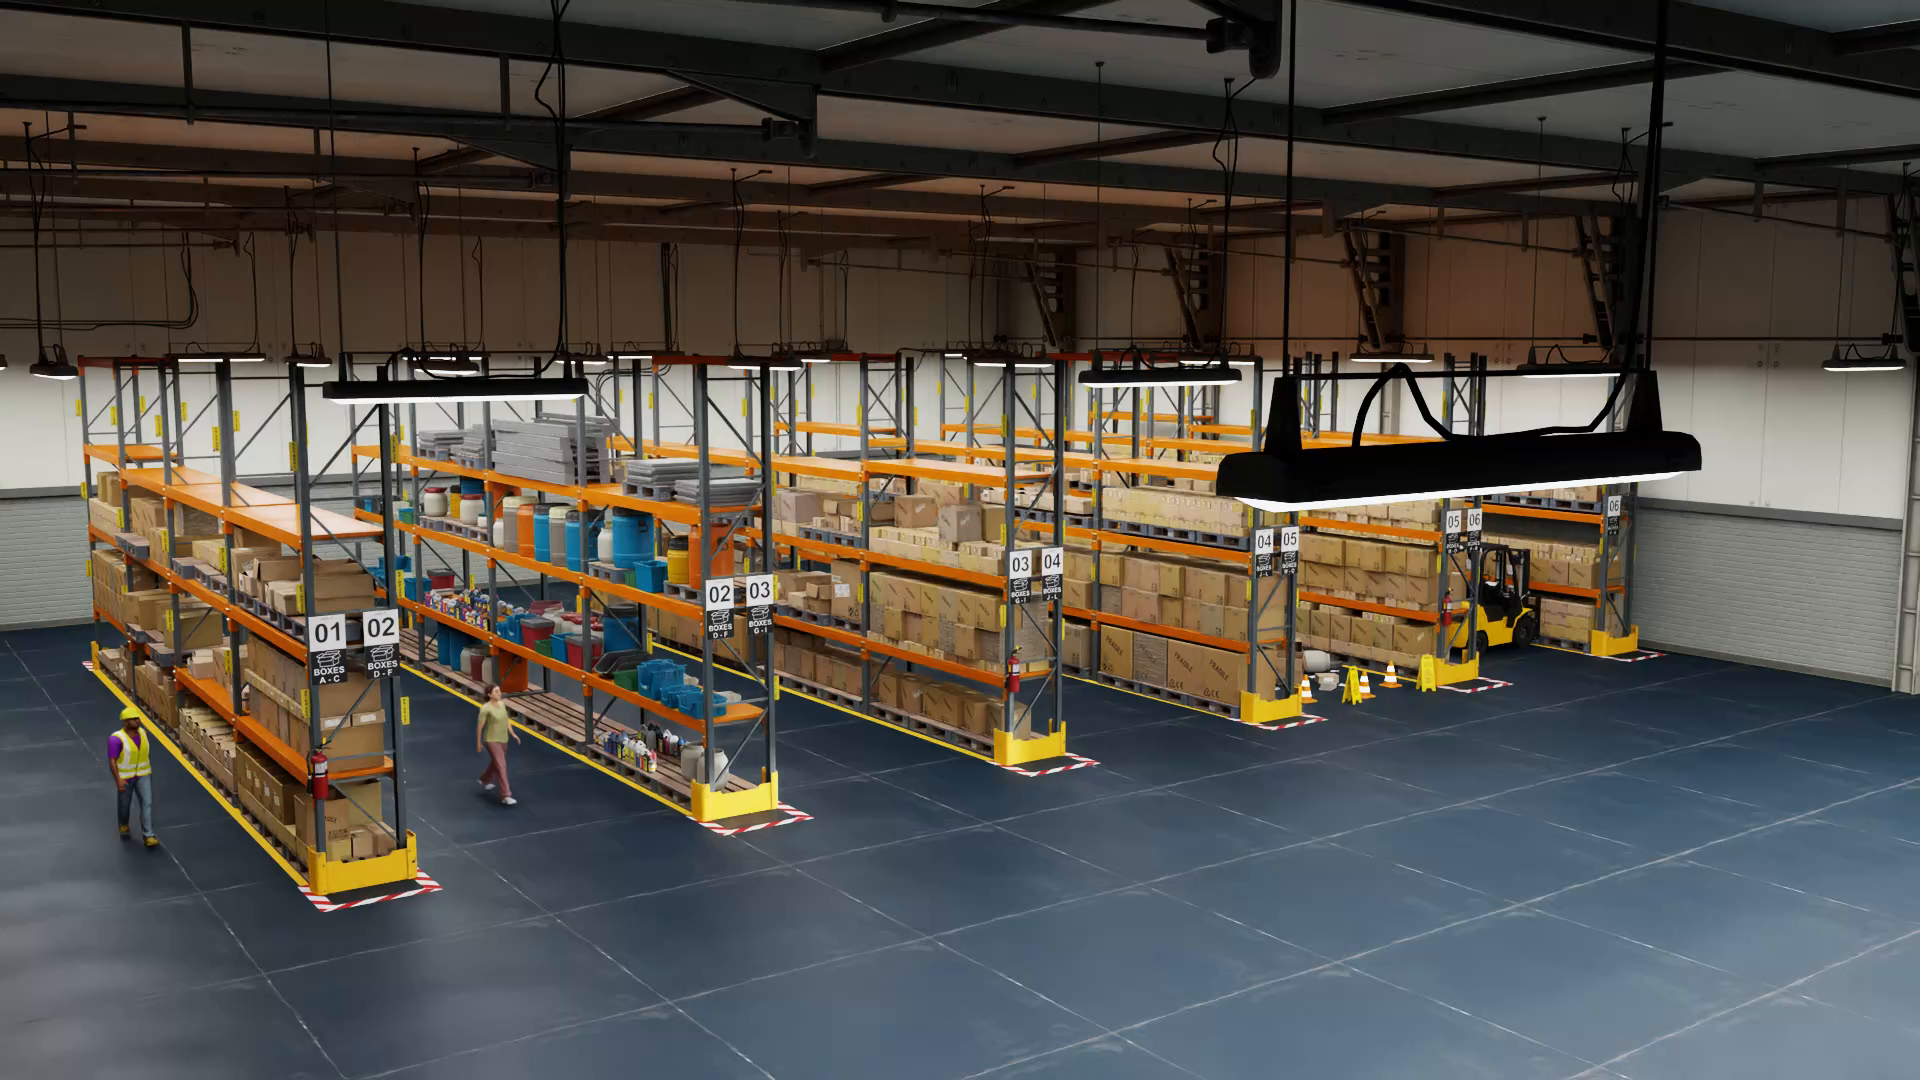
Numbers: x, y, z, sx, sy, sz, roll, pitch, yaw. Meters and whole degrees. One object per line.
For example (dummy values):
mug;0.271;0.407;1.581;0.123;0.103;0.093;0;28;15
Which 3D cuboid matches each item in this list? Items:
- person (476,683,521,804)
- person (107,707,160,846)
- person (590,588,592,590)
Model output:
person;-6.359;2.749;22.808;1.033;1.621;0.540;6;9;39
person;-10.393;2.954;20.851;0.534;1.714;1.093;-5;9;-38
person;-8.548;0.730;39.026;0.776;1.768;0.559;-2;7;-19
